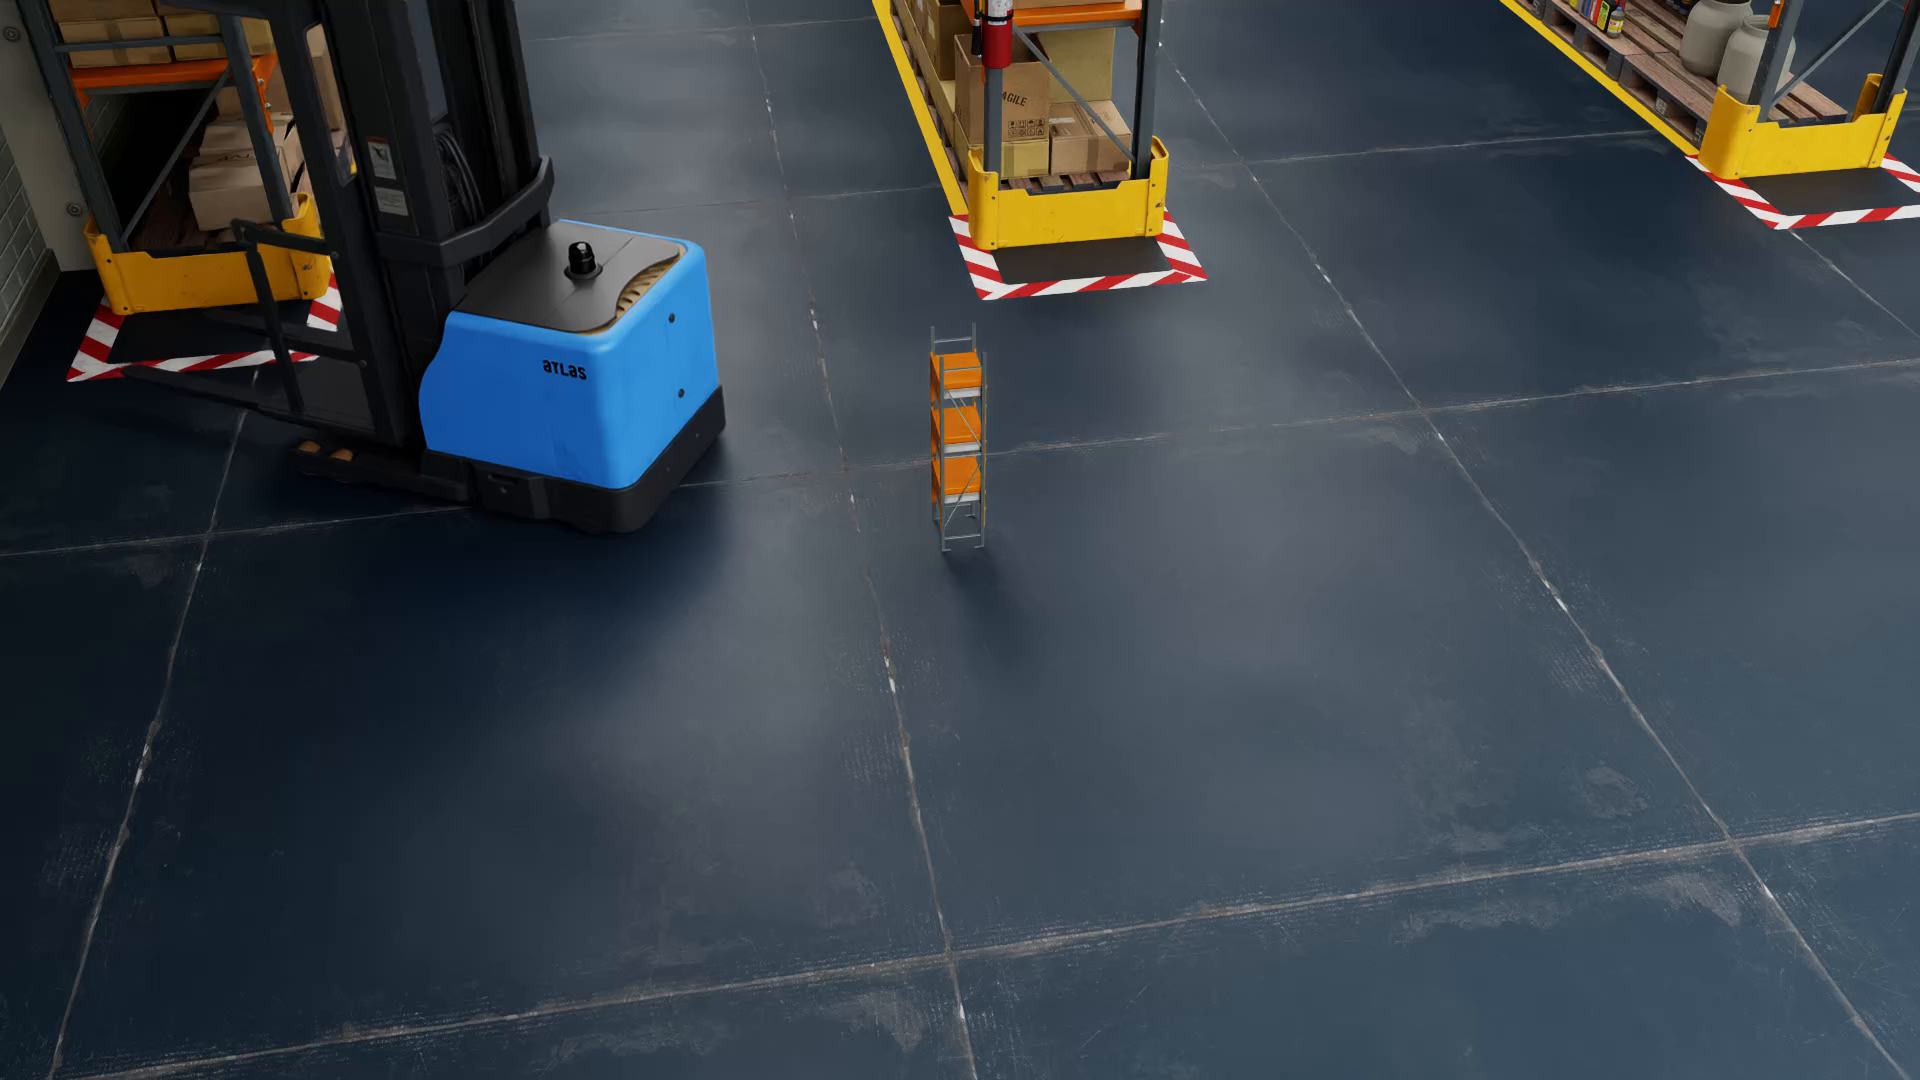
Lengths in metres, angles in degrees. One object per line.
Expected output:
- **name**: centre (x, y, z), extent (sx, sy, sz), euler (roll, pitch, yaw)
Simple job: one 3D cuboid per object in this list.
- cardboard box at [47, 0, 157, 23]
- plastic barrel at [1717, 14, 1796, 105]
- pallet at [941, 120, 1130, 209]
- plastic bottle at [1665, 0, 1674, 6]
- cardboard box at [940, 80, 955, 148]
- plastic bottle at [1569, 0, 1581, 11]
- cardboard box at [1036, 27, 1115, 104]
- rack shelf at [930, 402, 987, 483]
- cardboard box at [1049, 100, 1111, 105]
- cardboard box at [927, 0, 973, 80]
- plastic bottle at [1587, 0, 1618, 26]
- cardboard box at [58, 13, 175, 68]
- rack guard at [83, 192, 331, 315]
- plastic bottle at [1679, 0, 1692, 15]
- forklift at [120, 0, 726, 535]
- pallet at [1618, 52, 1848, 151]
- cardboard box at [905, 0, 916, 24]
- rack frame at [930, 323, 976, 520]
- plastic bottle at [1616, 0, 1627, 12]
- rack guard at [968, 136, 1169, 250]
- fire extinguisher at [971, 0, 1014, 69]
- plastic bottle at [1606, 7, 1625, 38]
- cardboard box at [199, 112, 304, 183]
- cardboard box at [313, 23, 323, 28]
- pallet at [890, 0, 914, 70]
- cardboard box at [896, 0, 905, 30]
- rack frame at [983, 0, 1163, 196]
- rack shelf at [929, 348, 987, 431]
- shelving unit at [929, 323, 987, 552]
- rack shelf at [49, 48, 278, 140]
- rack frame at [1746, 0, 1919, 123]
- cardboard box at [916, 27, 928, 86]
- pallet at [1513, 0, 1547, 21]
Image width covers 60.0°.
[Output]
- **cardboard box**: centre (-4.527, -3.074, 8.757), extent (0.500, 0.500, 0.500), euler (-7, 38, -8)
- **plastic barrel**: centre (5.328, -3.206, 11.117), extent (0.421, 0.512, 0.421), euler (0, 38, 0)
- **pallet**: centre (0.466, -2.459, 10.743), extent (1.003, 0.211, 1.213), euler (-6, 38, -8)
- **plastic bottle**: centre (5.413, -4.158, 12.579), extent (0.097, 0.201, 0.097), euler (0, 38, 0)
- **cardboard box**: centre (0.157, -2.775, 10.776), extent (0.500, 0.250, 0.500), euler (-6, 38, -8)
- **plastic bottle**: centre (4.691, -4.161, 12.462), extent (0.144, 0.351, 0.185), euler (-5, 38, -6)
- **cardboard box**: centre (0.677, -3.128, 10.619), extent (0.500, 0.500, 0.500), euler (-6, 38, -8)
- **rack shelf**: centre (-0.009, -0.439, 7.476), extent (0.215, 0.259, 0.240), euler (-6, 38, -8)
- **cardboard box**: centre (0.675, -2.832, 10.849), extent (0.500, 0.250, 0.500), euler (-6, 38, -8)
- **cardboard box**: centre (0.065, -3.373, 10.934), extent (0.500, 0.500, 0.500), euler (-6, 38, -8)
- **plastic bottle**: centre (4.748, -3.949, 12.249), extent (0.152, 0.276, 0.135), euler (-6, 38, -8)
- **cardboard box**: centre (-4.508, -2.778, 8.986), extent (0.500, 0.250, 0.500), euler (-6, 38, -7)
- **rack guard**: centre (-4.248, -1.626, 9.436), extent (1.175, 0.500, 0.348), euler (-6, 38, -8)
- **plastic bottle**: centre (5.448, -4.065, 12.403), extent (0.097, 0.271, 0.097), euler (0, 38, 0)
- **forklift**: centre (-2.754, -1.726, 7.582), extent (3.031, 2.935, 1.130), euler (12, 39, 15)
- **pallet**: centre (5.322, -3.064, 11.522), extent (1.003, 0.211, 1.213), euler (-6, 38, -8)
- **cardboard box**: centre (-0.111, -3.977, 11.712), extent (0.500, 0.500, 0.500), euler (-6, 38, -8)
- **rack frame**: centre (-0.031, -0.521, 7.564), extent (0.200, 1.050, 0.008), euler (-6, 38, -8)
- **plastic bottle**: centre (4.853, -3.963, 12.262), extent (0.061, 0.283, 0.133), euler (-6, 38, -8)
- **rack guard**: centre (0.646, -2.101, 10.047), extent (1.175, 0.500, 0.348), euler (-6, 38, -8)
- **fire extinguisher**: centre (0.205, -2.951, 9.166), extent (0.296, 0.674, 0.183), euler (-6, 38, -8)
- **plastic bottle**: centre (4.765, -3.764, 12.072), extent (0.097, 0.201, 0.097), euler (0, 38, 0)
- **cardboard box**: centre (-4.367, -2.451, 10.293), extent (0.500, 0.311, 0.500), euler (-3, 38, -4)
- **cardboard box**: centre (-4.715, -3.548, 11.550), extent (0.500, 0.500, 0.500), euler (-9, 39, -11)
- **pallet**: centre (0.038, -3.933, 12.640), extent (1.003, 0.211, 1.213), euler (-6, 38, -8)
- **cardboard box**: centre (-0.194, -3.983, 12.331), extent (0.500, 0.250, 0.500), euler (-6, 38, -8)
- **rack frame**: centre (0.641, -3.103, 9.299), extent (1.000, 3.000, 0.127), euler (-6, 38, -8)
- **rack shelf**: centre (-0.009, -0.663, 7.302), extent (0.215, 0.259, 0.240), euler (-6, 38, -8)
- **shelving unit**: centre (-0.009, -0.447, 7.470), extent (0.215, 1.050, 0.252), euler (-6, 38, -8)
- **rack shelf**: centre (-4.585, -3.491, 10.386), extent (1.077, 0.370, 4.000), euler (-6, 38, -8)
- **rack frame**: centre (5.519, -3.633, 9.982), extent (1.000, 3.000, 0.127), euler (-6, 38, -8)
- **cardboard box**: centre (-0.018, -3.379, 11.554), extent (0.500, 0.250, 0.500), euler (-6, 38, -8)
- **pallet**: centre (4.894, -4.538, 13.419), extent (1.003, 0.211, 1.213), euler (-6, 38, -8)
